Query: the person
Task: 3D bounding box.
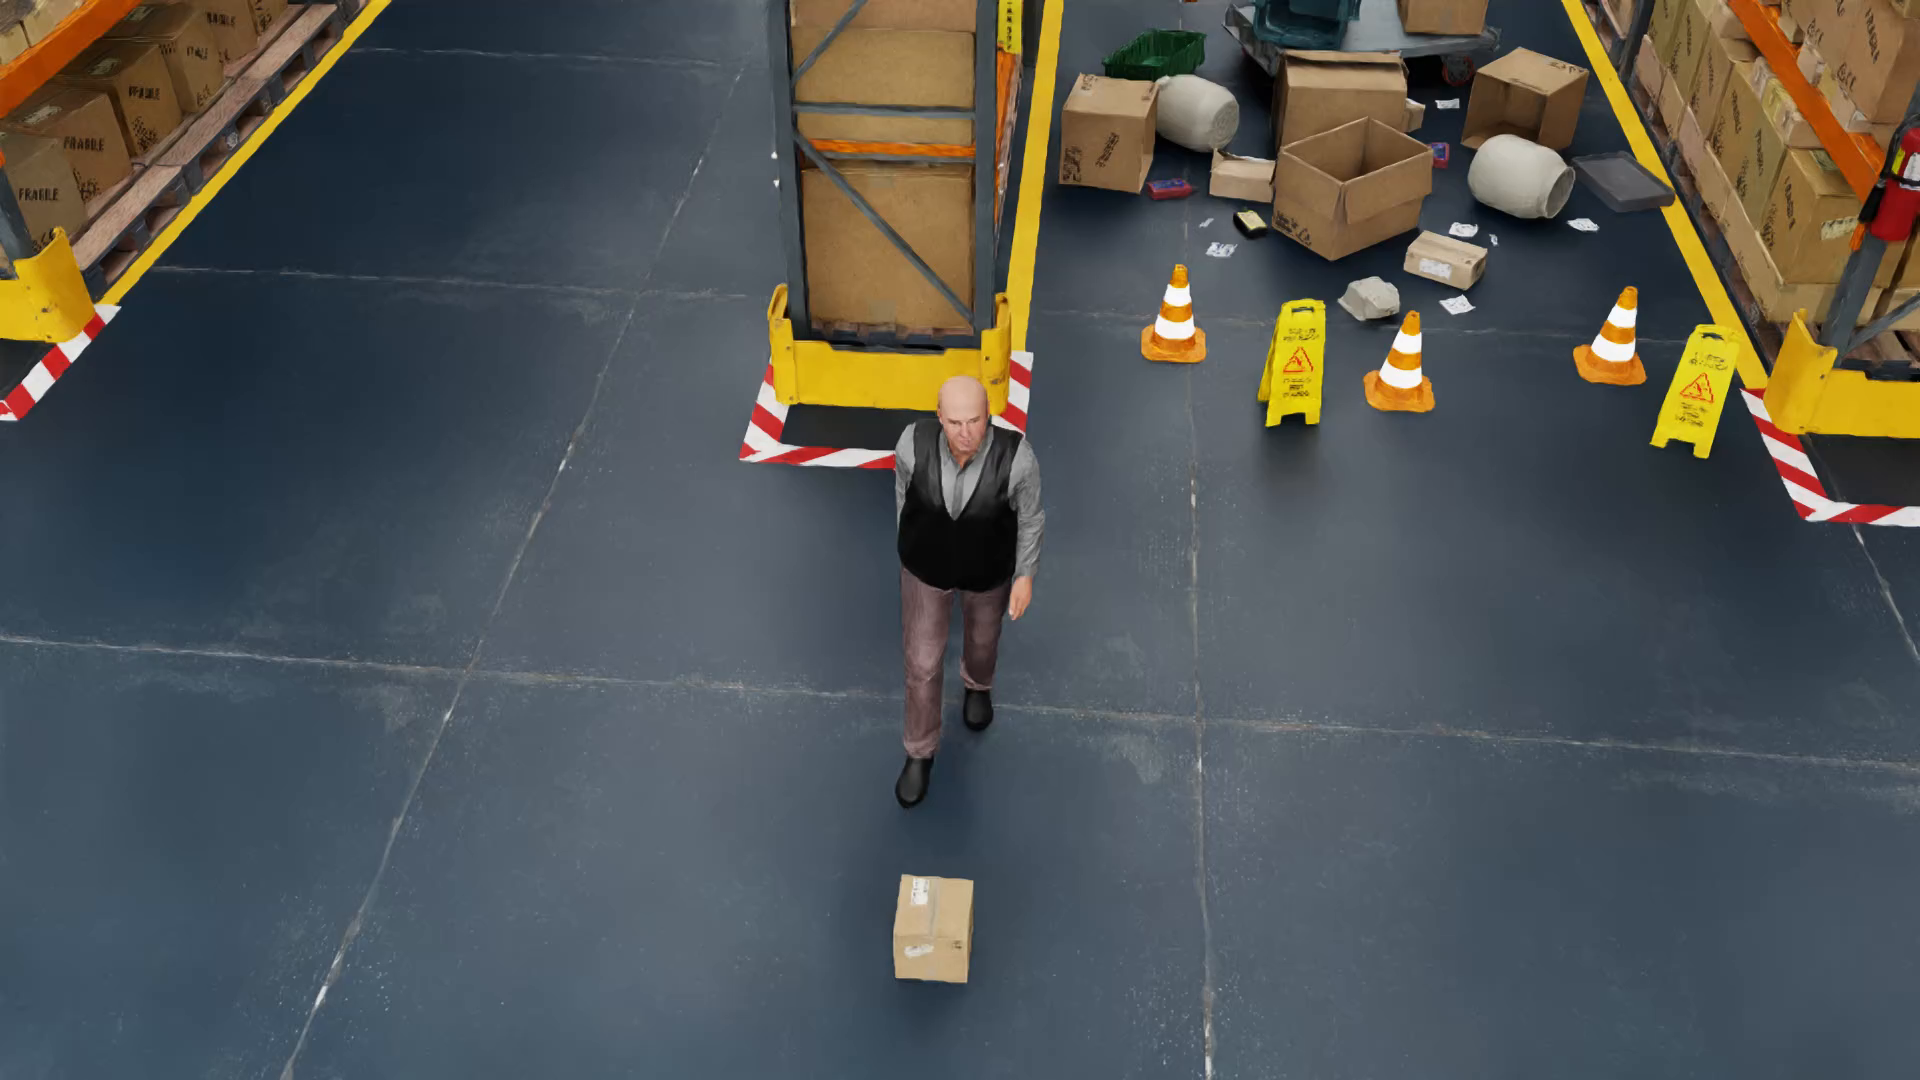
[{"bbox_3d":[0.031,0.134,5.998,0.538,1.706,0.723,2,40,2],"label":"person"}]
